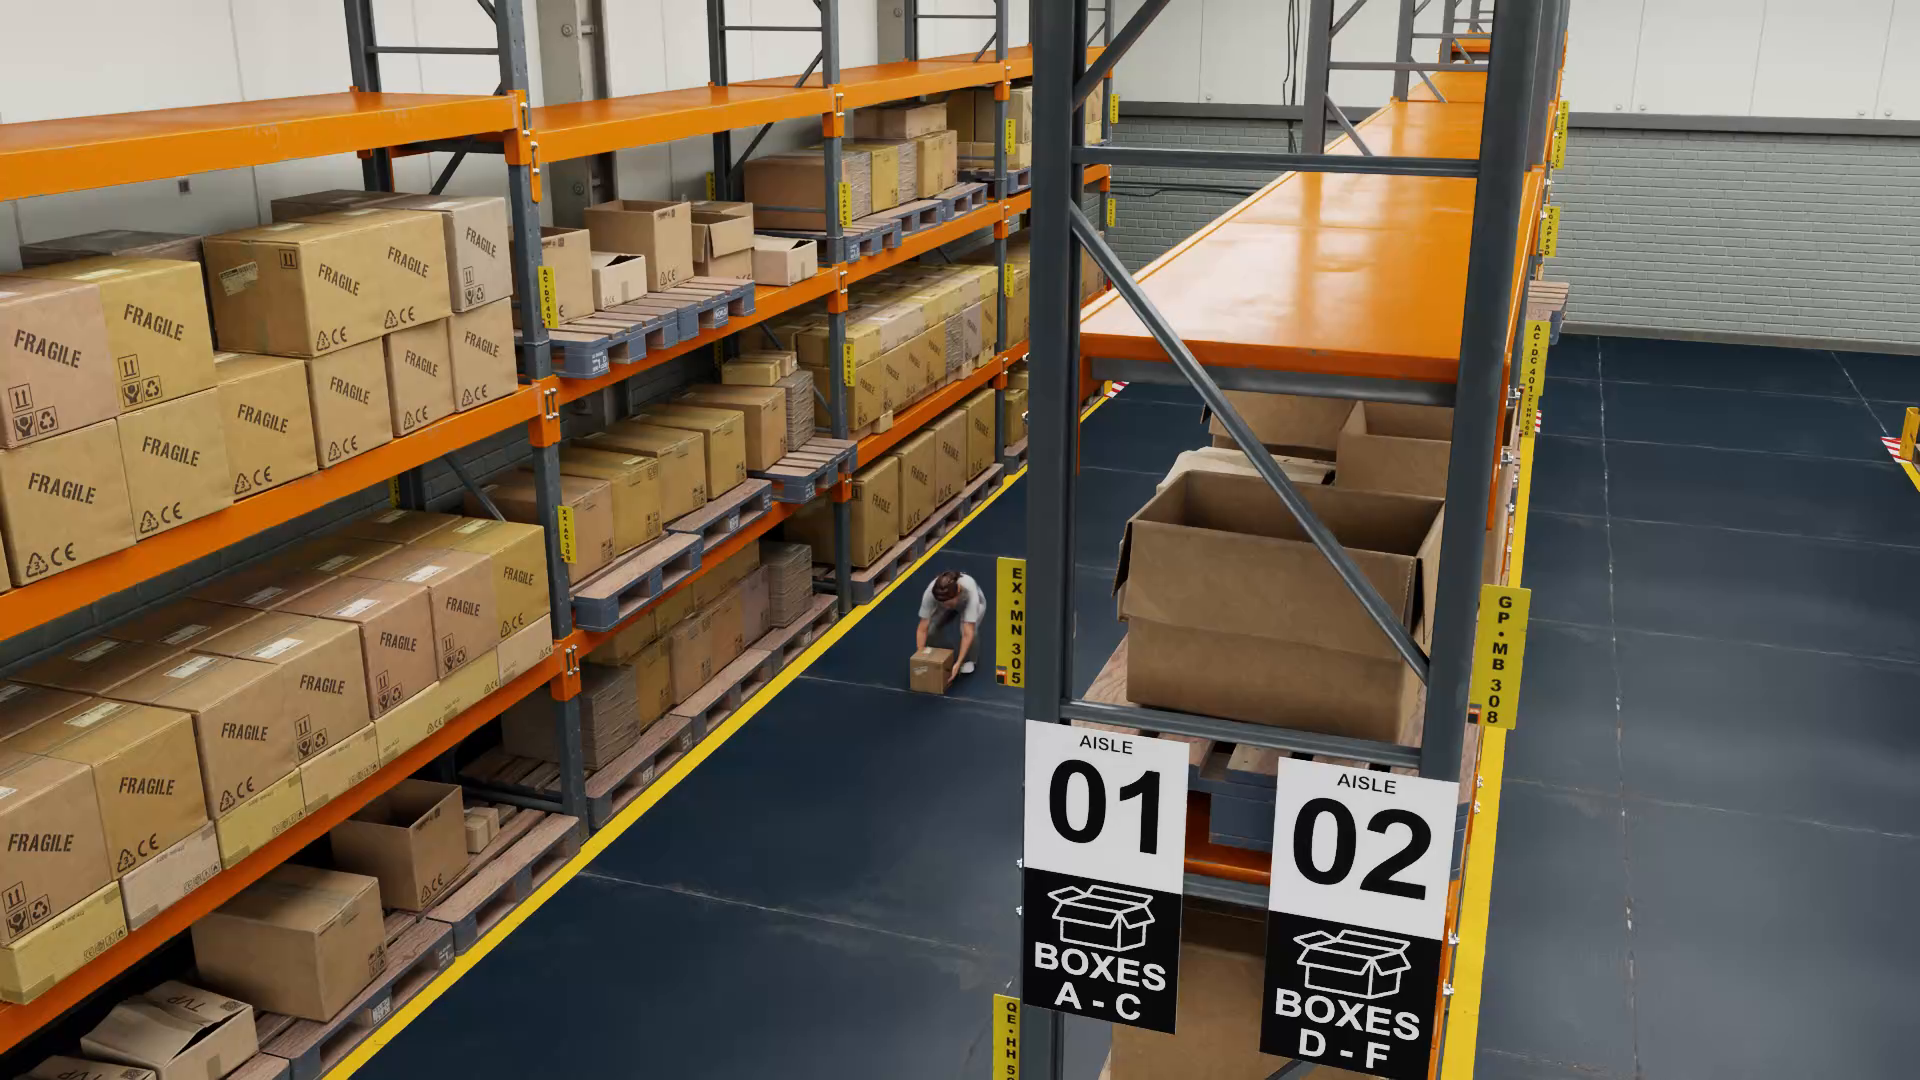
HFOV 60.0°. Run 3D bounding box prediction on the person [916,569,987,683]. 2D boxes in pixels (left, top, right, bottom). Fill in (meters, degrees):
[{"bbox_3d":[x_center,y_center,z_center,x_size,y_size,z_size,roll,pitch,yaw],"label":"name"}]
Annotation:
[{"bbox_3d":[-0.045,0.566,12.193,0.464,0.846,0.801,6,20,18],"label":"person"}]
